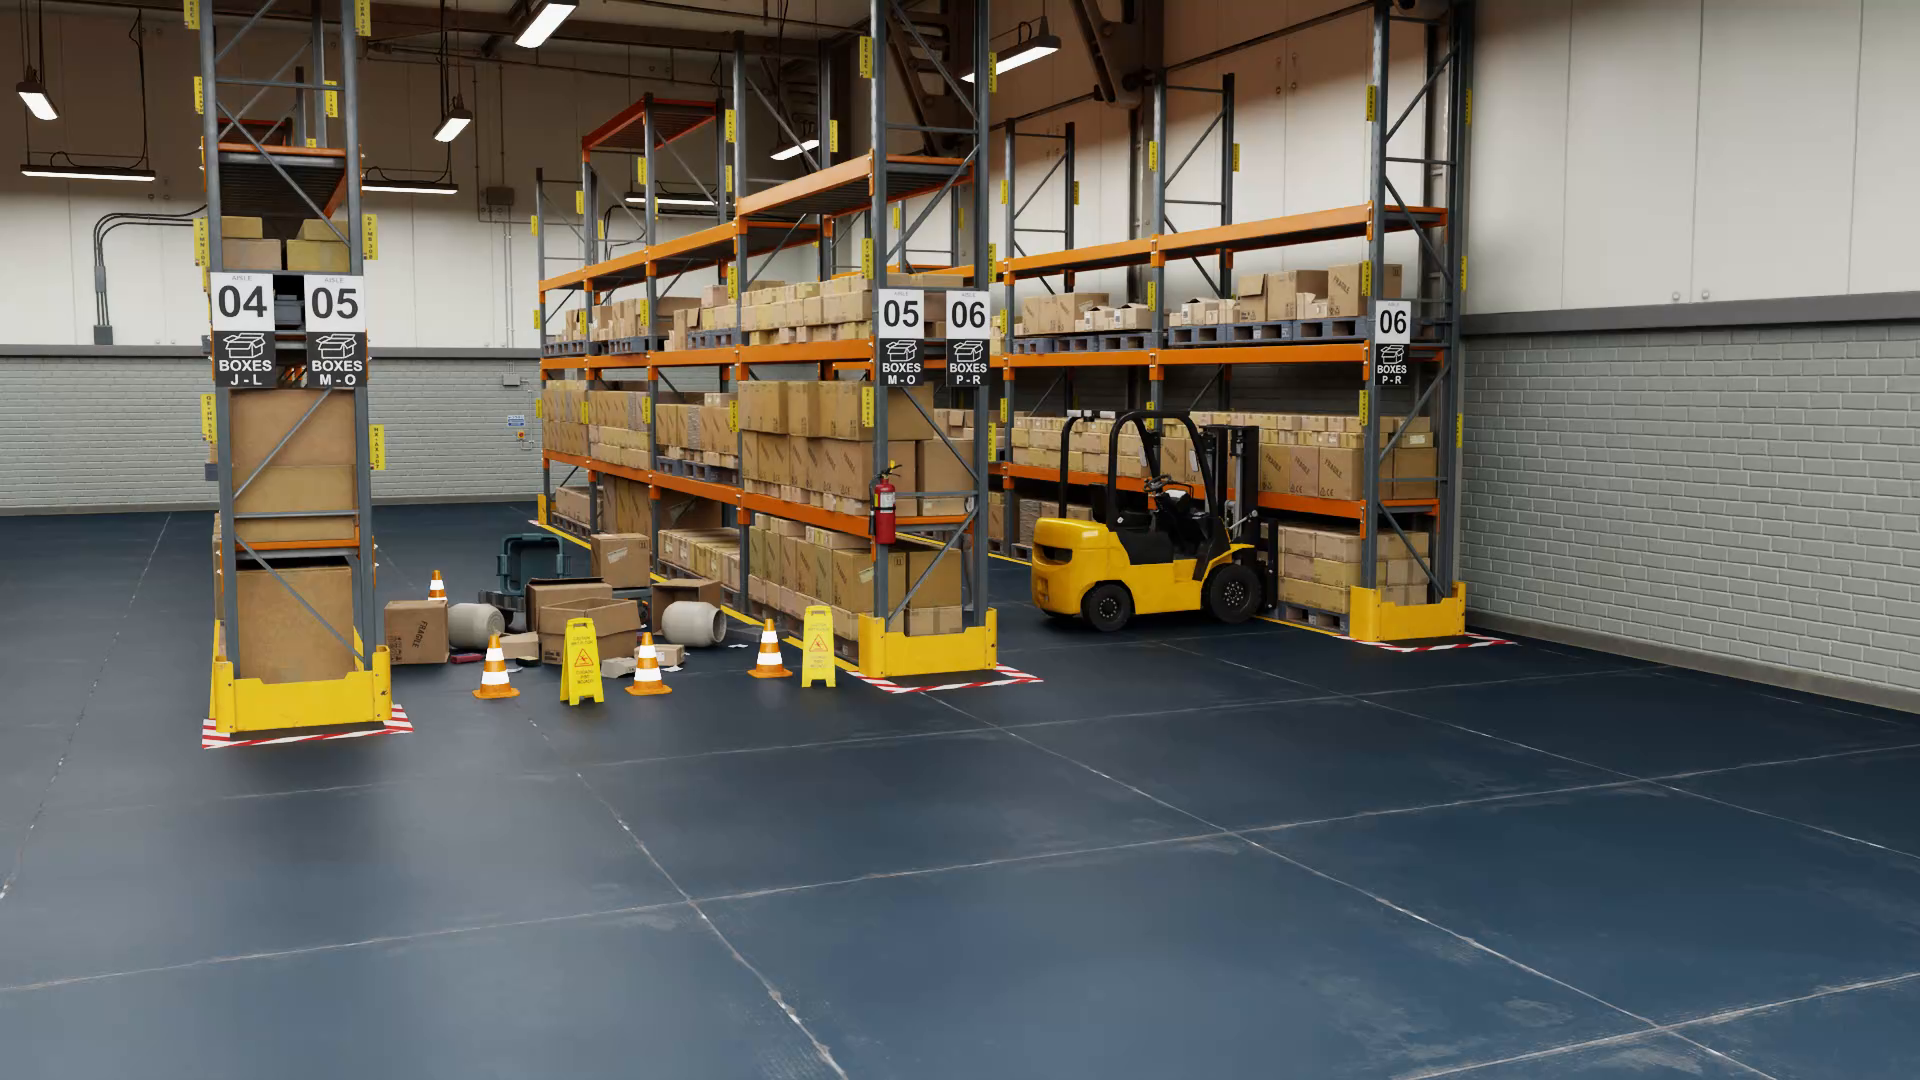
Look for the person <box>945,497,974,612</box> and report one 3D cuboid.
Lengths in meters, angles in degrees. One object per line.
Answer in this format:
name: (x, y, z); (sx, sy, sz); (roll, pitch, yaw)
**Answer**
person: (0.042, -0.032, 17.780); (0.469, 1.592, 0.500); (4, 7, 35)
